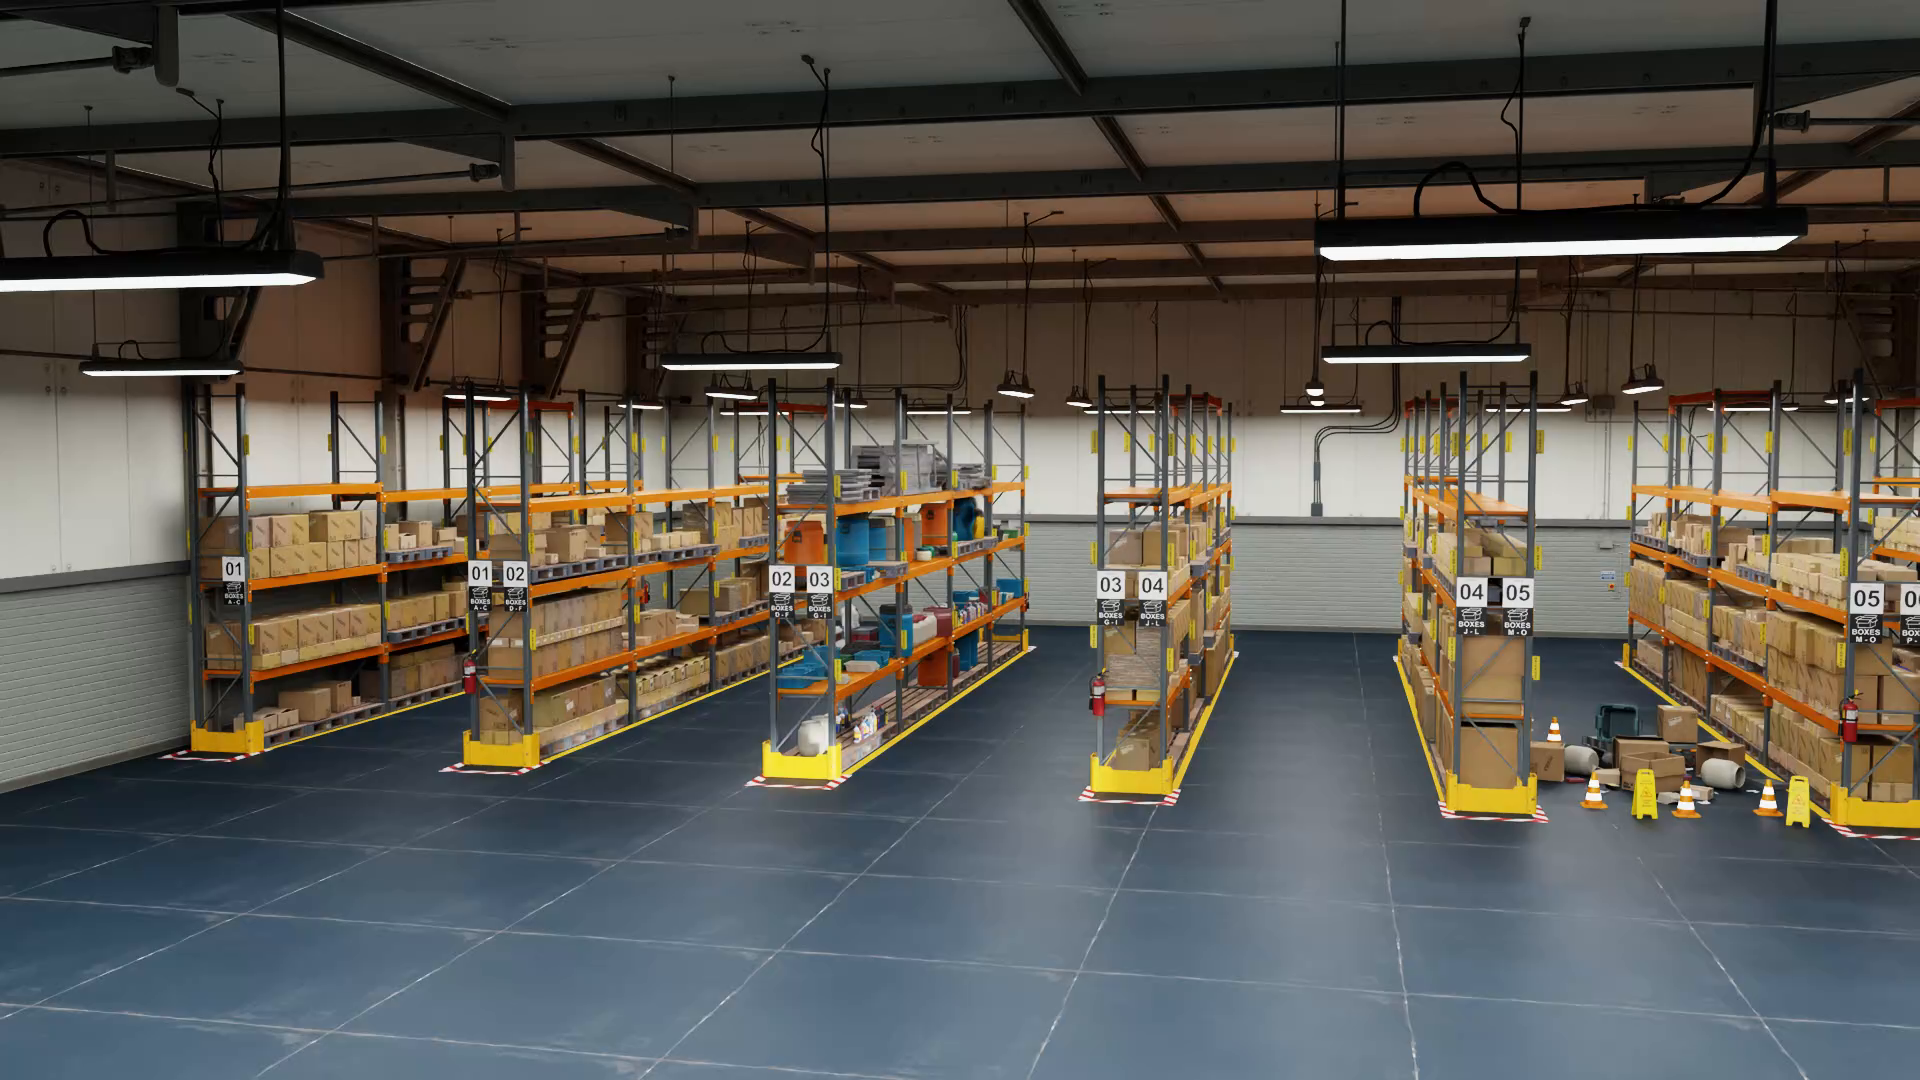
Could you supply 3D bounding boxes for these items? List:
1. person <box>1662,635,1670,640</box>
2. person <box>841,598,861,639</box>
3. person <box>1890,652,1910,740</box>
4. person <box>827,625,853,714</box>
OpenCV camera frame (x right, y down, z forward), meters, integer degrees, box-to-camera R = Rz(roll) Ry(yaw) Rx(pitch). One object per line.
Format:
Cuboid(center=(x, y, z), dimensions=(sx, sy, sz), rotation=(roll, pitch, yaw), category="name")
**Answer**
Cuboid(center=(16.801, 1.944, 38.957), dimensions=(0.845, 1.627, 0.466), rotation=(0, 3, 3), category="person")
Cuboid(center=(-2.442, 2.032, 37.072), dimensions=(0.438, 1.704, 0.517), rotation=(1, 3, 19), category="person")
Cuboid(center=(15.244, 2.672, 27.116), dimensions=(0.638, 1.691, 0.657), rotation=(1, 3, 17), category="person")
Cuboid(center=(-2.119, 2.403, 30.124), dimensions=(0.710, 1.758, 0.479), rotation=(-1, 3, -20), category="person")
